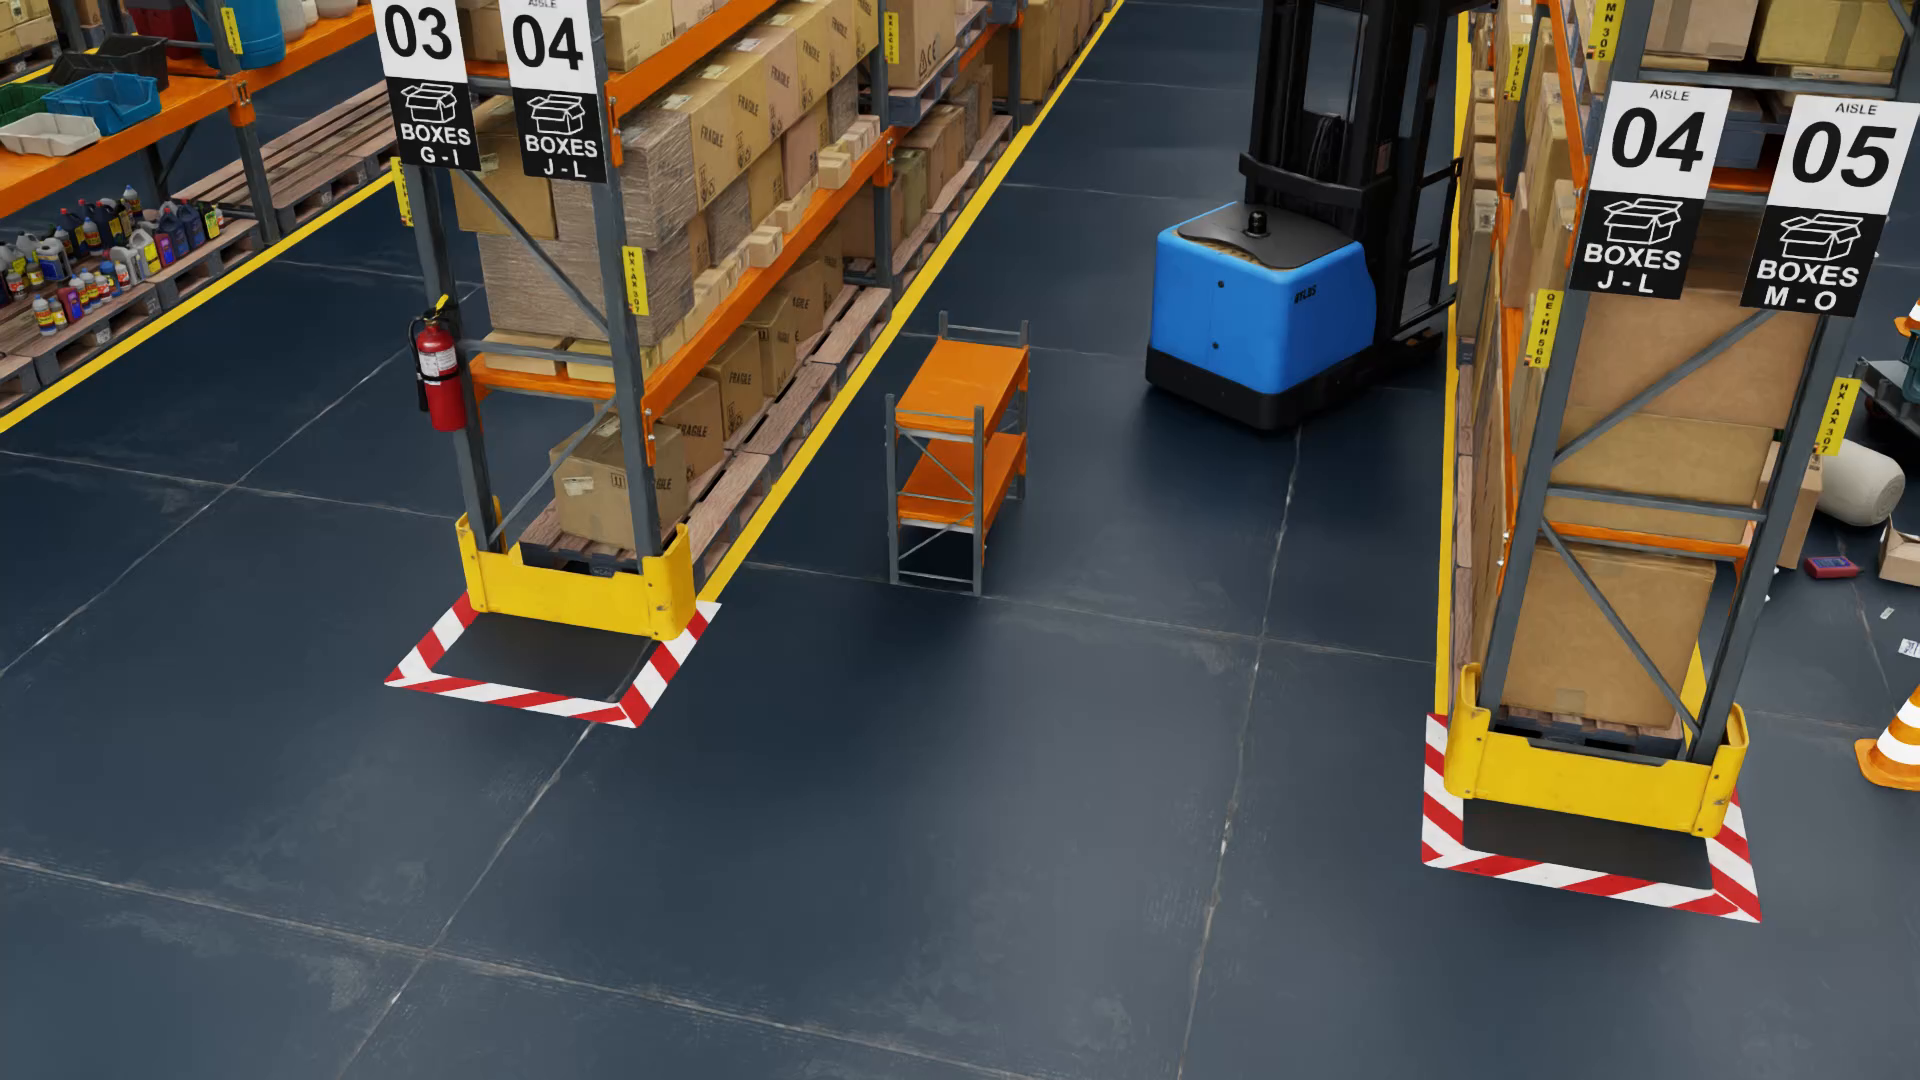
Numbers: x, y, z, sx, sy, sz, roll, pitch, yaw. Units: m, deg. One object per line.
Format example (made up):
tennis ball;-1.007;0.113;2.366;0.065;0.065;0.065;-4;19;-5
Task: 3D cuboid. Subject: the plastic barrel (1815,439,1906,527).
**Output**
plastic barrel;4.995;-0.338;9.387;0.421;0.421;0.512;-21;38;-29

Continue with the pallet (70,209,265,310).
pallet;-5.974;-2.105;12.364;1.003;0.211;1.213;8;33;12

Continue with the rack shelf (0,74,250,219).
rack shelf;-6.271;-2.283;10.716;1.077;0.370;4.000;8;33;12

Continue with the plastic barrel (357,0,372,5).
plastic barrel;-5.013;-4.754;13.805;0.433;0.535;0.433;0;32;0

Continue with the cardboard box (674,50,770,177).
cardboard box;-1.325;-2.231;8.660;0.500;0.500;0.500;8;33;12

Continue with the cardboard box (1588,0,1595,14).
cardboard box;2.766;-2.246;6.569;0.500;0.250;0.500;8;33;12

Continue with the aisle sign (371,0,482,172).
aisle sign;-2.294;-1.980;7.146;0.394;0.787;0.004;8;33;12

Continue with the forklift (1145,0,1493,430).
forklift;2.609;-2.591;10.594;3.031;2.935;1.130;-27;41;-36

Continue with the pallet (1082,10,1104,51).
pallet;0.935;-5.514;17.727;1.003;0.211;1.213;8;33;12

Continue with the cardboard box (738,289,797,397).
cardboard box;-1.333;-1.239;10.342;0.500;0.500;0.500;5;33;8

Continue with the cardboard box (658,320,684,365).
cardboard box;-1.603;-1.011;8.278;0.380;0.149;0.250;8;33;12

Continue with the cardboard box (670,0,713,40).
cardboard box;-1.491;-2.560;7.825;0.500;0.250;0.500;7;33;11

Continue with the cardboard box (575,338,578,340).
cardboard box;-2.051;-1.074;8.378;0.380;0.149;0.250;8;33;12

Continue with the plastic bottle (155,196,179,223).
plastic bottle;-5.788;-2.338;12.191;0.144;0.351;0.185;8;33;12

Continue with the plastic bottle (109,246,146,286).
plastic bottle;-5.824;-1.936;11.629;0.152;0.276;0.135;9;33;13

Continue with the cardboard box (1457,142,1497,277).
cardboard box;4.118;-2.285;11.753;1.050;0.750;0.750;8;33;12

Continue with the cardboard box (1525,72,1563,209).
cardboard box;3.375;-1.992;8.441;0.875;0.550;0.550;8;33;12

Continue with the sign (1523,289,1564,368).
sign;2.263;-0.816;6.438;0.100;0.325;0.005;8;33;12

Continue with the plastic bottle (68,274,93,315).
plastic bottle;-5.930;-1.659;11.197;0.097;0.271;0.097;0;32;0

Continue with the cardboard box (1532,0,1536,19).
cardboard box;4.306;-3.736;11.306;0.700;0.500;0.500;8;33;12

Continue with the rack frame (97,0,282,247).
rack frame;-5.764;-3.624;12.155;1.000;3.000;0.127;8;33;12

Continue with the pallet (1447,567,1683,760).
pallet;2.911;0.605;8.102;1.003;0.211;1.213;8;33;12

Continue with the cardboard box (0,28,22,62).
cardboard box;-9.564;-4.819;16.206;0.500;0.250;0.500;8;33;12

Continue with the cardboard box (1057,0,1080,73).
cardboard box;0.471;-5.123;16.102;1.225;0.875;0.875;8;33;13

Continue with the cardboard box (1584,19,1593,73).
cardboard box;2.605;-1.875;6.357;0.380;0.149;0.250;8;33;13

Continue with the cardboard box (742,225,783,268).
cardboard box;-1.210;-1.649;9.282;0.380;0.149;0.250;8;33;12

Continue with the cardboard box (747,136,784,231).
cardboard box;-1.504;-2.111;9.404;0.875;0.500;0.500;8;33;12

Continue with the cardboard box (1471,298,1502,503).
cardboard box;3.347;-0.718;9.172;0.875;0.875;0.875;8;33;13

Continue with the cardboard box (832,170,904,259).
cardboard box;-0.796;-2.397;12.144;0.700;0.500;0.500;6;33;9

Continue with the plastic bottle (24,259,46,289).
plastic bottle;-6.445;-1.858;11.575;0.097;0.201;0.097;0;32;0

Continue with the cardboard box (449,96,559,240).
cardboard box;-2.087;-1.783;7.957;0.500;0.500;0.500;8;33;12

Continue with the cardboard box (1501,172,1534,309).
cardboard box;3.349;-1.540;8.737;0.875;0.550;0.550;8;33;12

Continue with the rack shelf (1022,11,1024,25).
rack shelf;0.550;-5.760;16.185;1.077;0.370;4.000;8;33;12

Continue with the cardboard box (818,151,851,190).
cardboard box;-0.893;-2.298;10.302;0.380;0.149;0.250;8;33;12

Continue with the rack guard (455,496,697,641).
rack guard;-1.969;0.141;8.562;1.175;0.500;0.348;8;33;12

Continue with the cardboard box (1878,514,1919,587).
cardboard box;5.144;0.074;8.886;0.396;0.266;0.258;14;35;21

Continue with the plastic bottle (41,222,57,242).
plastic bottle;-6.500;-2.123;11.916;0.061;0.283;0.133;9;34;15

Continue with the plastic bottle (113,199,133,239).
plastic bottle;-6.221;-2.372;12.308;0.061;0.283;0.133;8;33;12

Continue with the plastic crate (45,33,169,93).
plastic crate;-6.019;-3.344;11.772;0.767;0.338;0.504;8;33;12

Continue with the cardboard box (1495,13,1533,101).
cardboard box;4.056;-3.360;11.646;0.500;0.500;0.500;8;33;12

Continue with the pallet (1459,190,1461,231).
pallet;4.541;-2.722;13.336;1.003;0.211;1.213;8;33;12

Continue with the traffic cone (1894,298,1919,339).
traffic cone;6.680;-1.651;11.416;0.336;0.463;0.334;8;33;12

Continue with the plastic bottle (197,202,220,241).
plastic bottle;-5.567;-2.369;12.303;0.061;0.283;0.133;10;34;15

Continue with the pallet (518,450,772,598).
pallet;-1.728;-0.154;9.295;1.003;0.211;1.213;8;33;12

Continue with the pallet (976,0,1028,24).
pallet;-0.035;-4.561;13.807;1.213;0.211;1.003;8;33;12

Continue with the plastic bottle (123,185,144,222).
plastic bottle;-6.268;-2.553;12.603;0.097;0.271;0.097;0;32;0

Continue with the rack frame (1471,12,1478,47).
rack frame;5.829;-6.374;16.480;1.000;3.000;0.127;8;33;12

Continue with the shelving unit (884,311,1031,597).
shelving unit;0.002;-0.478;8.954;0.538;1.125;1.048;8;33;12

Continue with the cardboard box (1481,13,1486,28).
cardboard box;5.120;-4.924;15.440;0.500;0.250;0.500;9;34;14

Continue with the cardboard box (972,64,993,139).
cardboard box;-0.108;-3.806;14.361;0.700;0.500;0.500;6;33;10

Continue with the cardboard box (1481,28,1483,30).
cardboard box;5.133;-4.600;15.629;0.500;0.500;0.500;9;33;13

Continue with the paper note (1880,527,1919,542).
paper note;5.225;-0.012;9.248;0.172;0.023;0.155;20;38;29
